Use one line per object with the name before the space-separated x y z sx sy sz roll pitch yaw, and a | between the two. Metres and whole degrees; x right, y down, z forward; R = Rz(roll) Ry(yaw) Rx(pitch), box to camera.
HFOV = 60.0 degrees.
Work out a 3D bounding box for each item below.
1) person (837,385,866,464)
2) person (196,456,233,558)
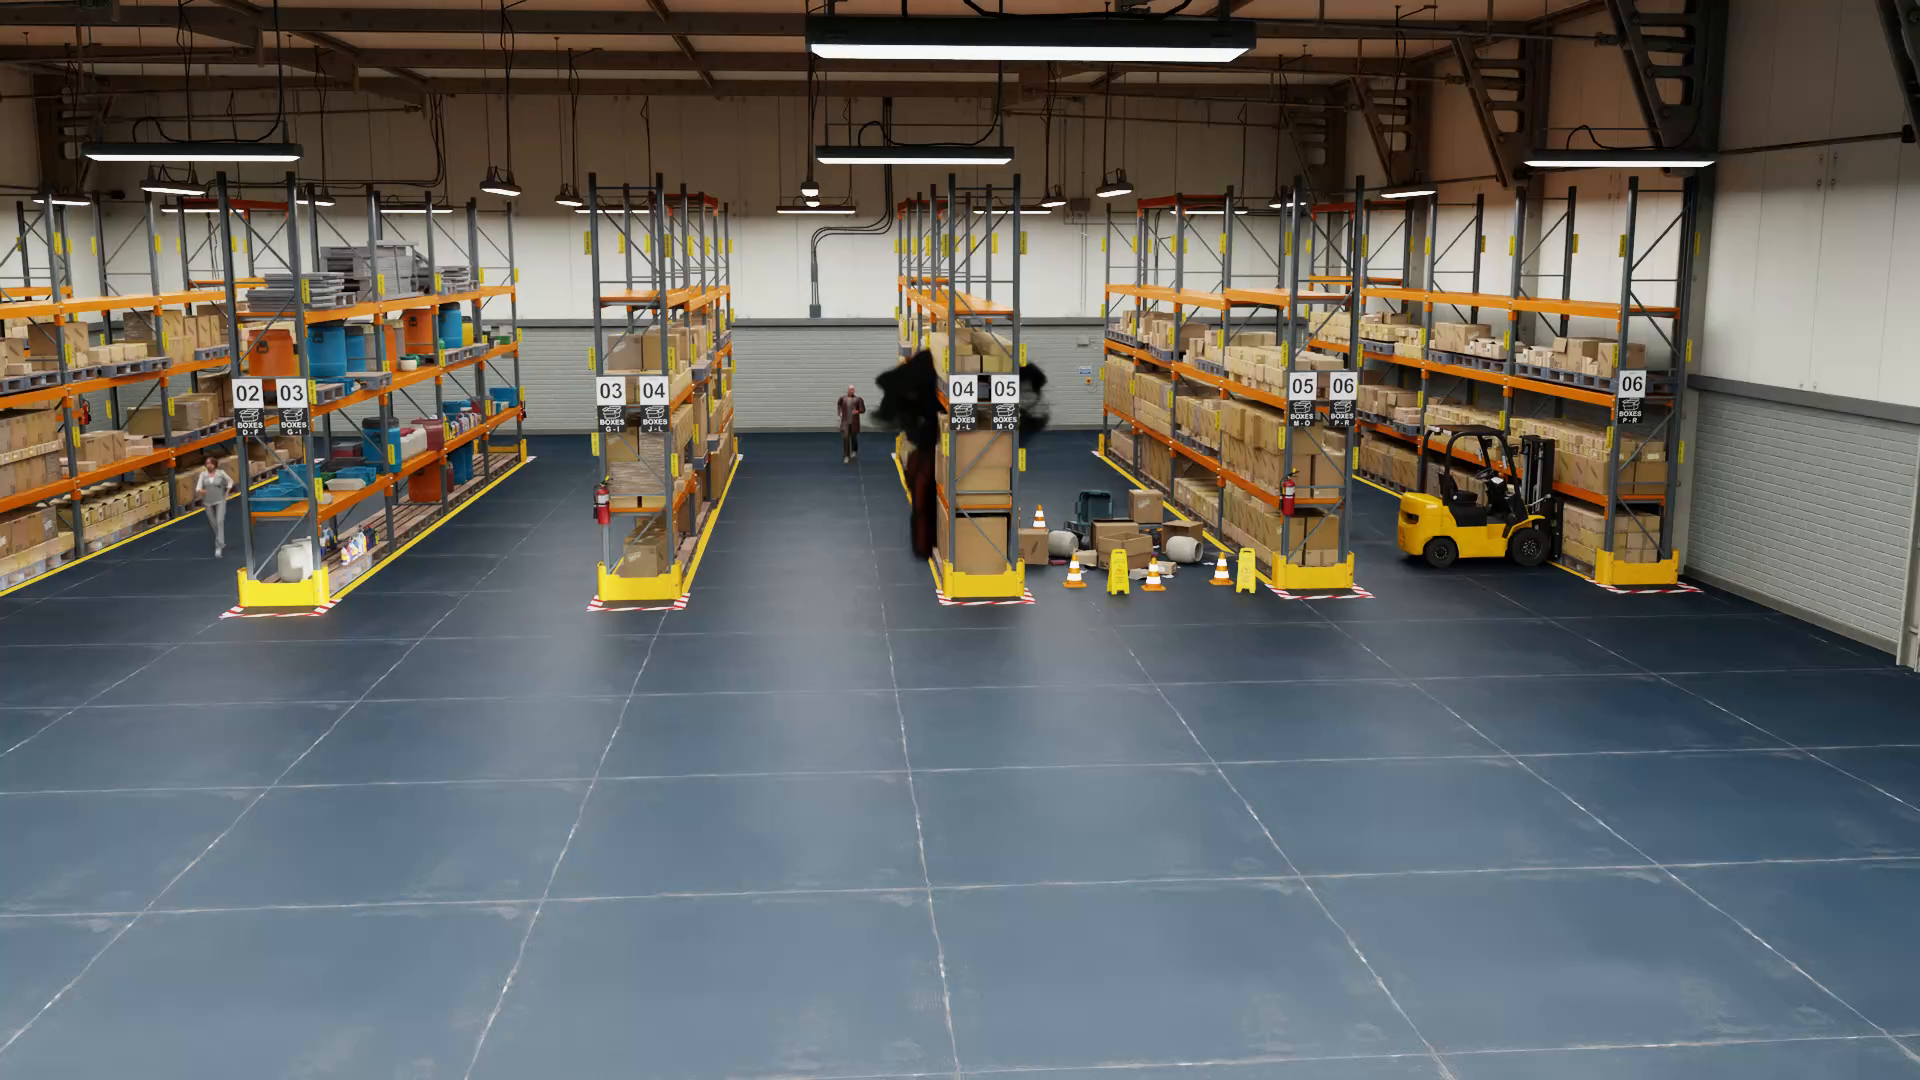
person | -2.560 -2.734 38.989 0.704 1.802 1.047 1 10 4
person | -12.210 -0.567 27.262 0.532 1.618 0.846 -2 10 -11
